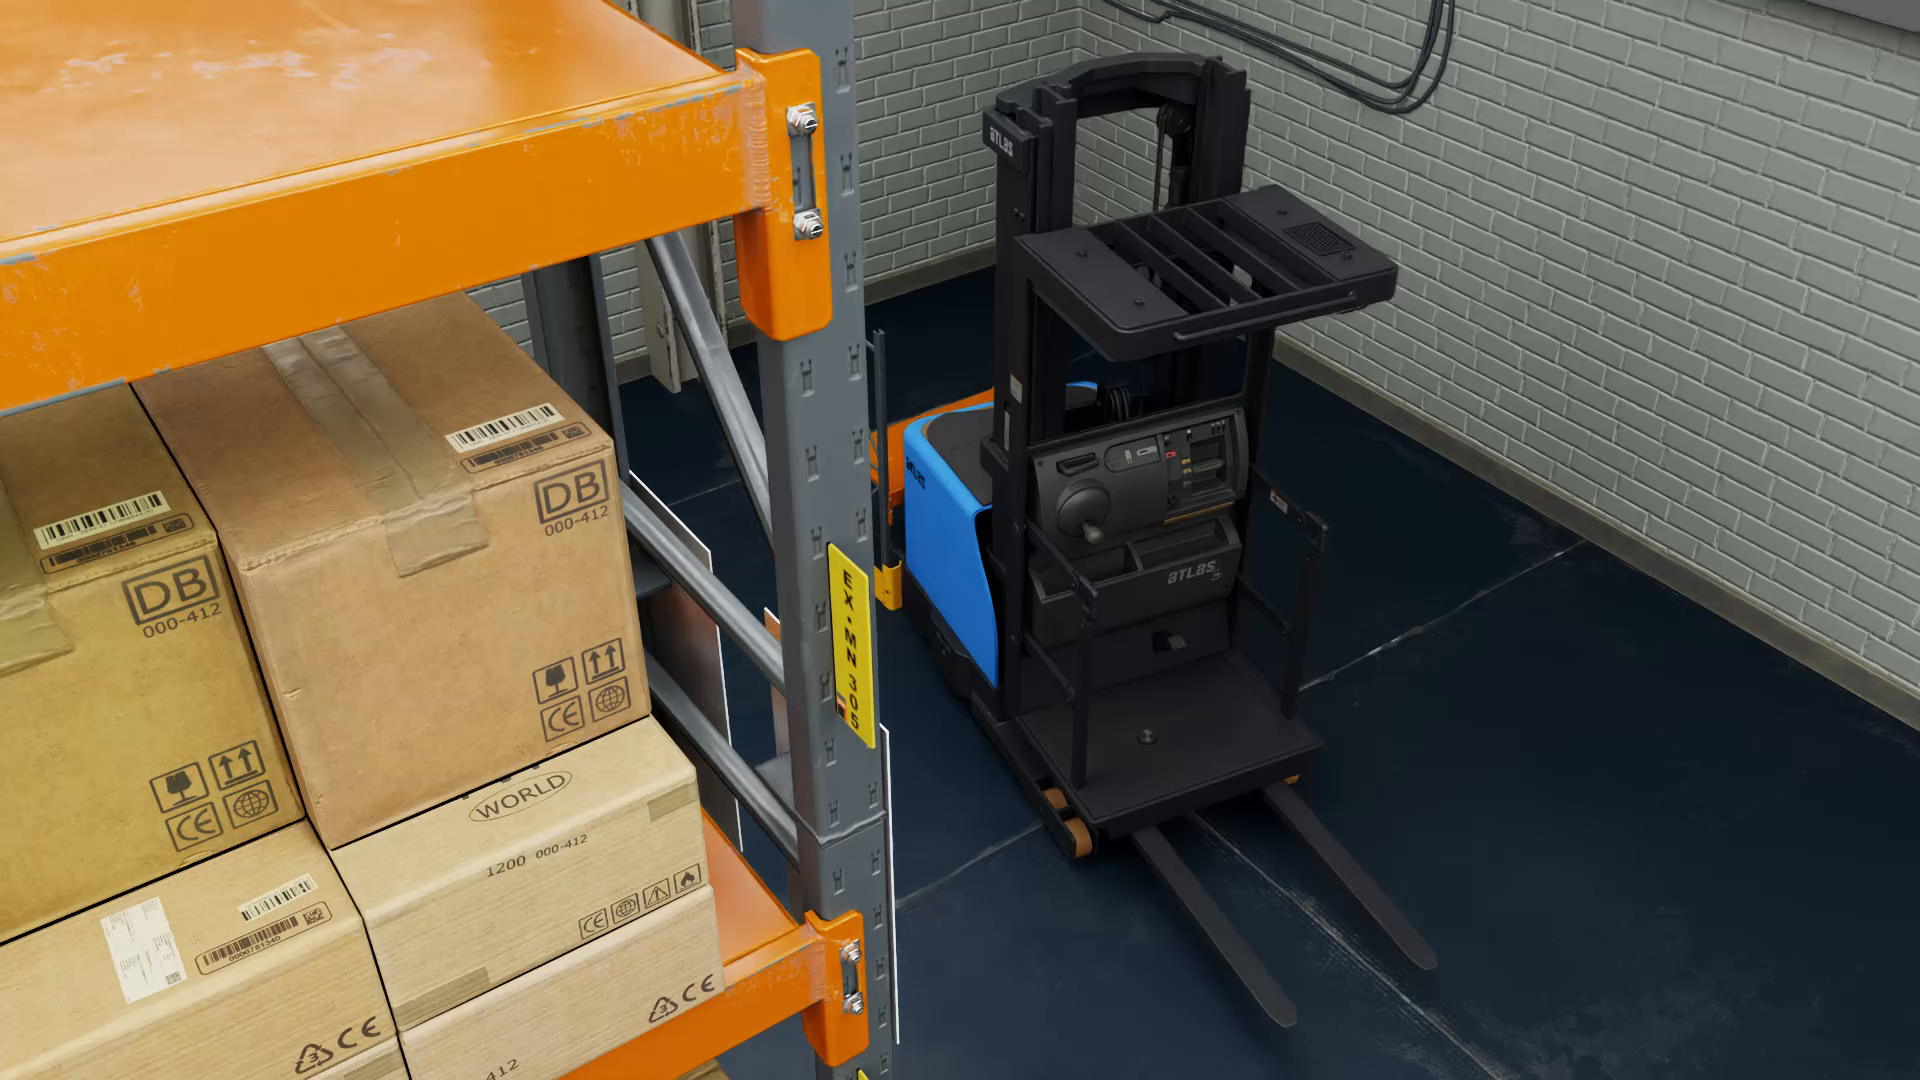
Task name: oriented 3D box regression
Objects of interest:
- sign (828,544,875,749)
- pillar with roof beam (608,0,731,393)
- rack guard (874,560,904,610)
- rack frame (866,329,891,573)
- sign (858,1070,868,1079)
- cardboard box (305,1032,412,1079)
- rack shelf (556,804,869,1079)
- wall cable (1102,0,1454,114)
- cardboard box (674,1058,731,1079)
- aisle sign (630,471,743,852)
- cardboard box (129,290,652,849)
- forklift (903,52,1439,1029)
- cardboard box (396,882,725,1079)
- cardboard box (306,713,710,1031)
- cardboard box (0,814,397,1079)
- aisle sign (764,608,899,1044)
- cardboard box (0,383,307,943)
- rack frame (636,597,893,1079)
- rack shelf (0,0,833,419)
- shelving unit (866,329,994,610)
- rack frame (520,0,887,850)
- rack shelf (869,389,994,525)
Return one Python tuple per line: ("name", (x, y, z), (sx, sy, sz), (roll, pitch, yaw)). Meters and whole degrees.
("sign", (-0.159, 0.160, 2.445), (0.005, 0.325, 0.100), (-22, 41, -28))
("pillar with roof beam", (0.870, -2.599, 4.470), (0.400, 9.000, 9.100), (-22, 41, -28))
("rack guard", (-0.469, 0.092, 8.222), (0.087, 0.250, 0.587), (-22, 41, -28))
("rack frame", (-0.485, -0.409, 7.848), (0.032, 1.500, 0.500), (-22, 41, -28))
("sign", (-0.159, 1.139, 3.149), (0.005, 0.325, 0.100), (-22, 41, -28))
("cardboard box", (-1.145, 0.770, 2.483), (0.500, 0.250, 0.500), (-22, 41, -28))
("rack shelf", (-2.097, 1.213, 2.356), (4.000, 0.370, 1.077), (-22, 41, -28))
("wall cable", (1.510, -3.804, 8.805), (0.112, 2.526, 3.097), (-22, 41, -28))
("cardboard box", (-0.667, 1.300, 3.245), (0.500, 0.500, 0.500), (-23, 42, -28))
("aisle sign", (-0.575, 0.247, 3.424), (0.004, 0.787, 0.394), (-22, 41, -28))
("cardboard box", (-0.872, -0.018, 2.509), (0.500, 0.500, 0.700), (-22, 41, -28))
("forklift", (0.804, -0.186, 6.312), (1.130, 2.935, 3.031), (-15, 38, -20))
("cardboard box", (-0.730, 0.607, 2.709), (0.500, 0.250, 0.500), (-22, 41, -28))
("cardboard box", (-0.735, 0.400, 2.569), (0.500, 0.250, 0.500), (-22, 41, -28))
("cardboard box", (-1.143, 0.569, 2.335), (0.500, 0.250, 0.500), (-22, 41, -28))
("aisle sign", (-0.230, 0.533, 3.026), (0.004, 0.787, 0.394), (-22, 41, -28))
("cardboard box", (-1.330, 0.110, 2.331), (0.500, 0.500, 0.700), (-22, 41, -28))
("rack frame", (-0.462, 1.466, 3.957), (0.127, 3.000, 1.000), (-22, 41, -28))
("rack shelf", (-2.097, -0.004, 1.481), (4.000, 0.370, 1.077), (-22, 41, -28))
("shelving unit", (-0.062, -0.583, 8.090), (1.083, 1.500, 0.587), (-22, 41, -28))
("rack frame", (-0.462, -0.970, 2.205), (0.127, 3.000, 1.000), (-22, 41, -28))
("rack shelf", (-0.070, -0.434, 8.191), (1.000, 0.185, 0.538), (-22, 41, -28))
